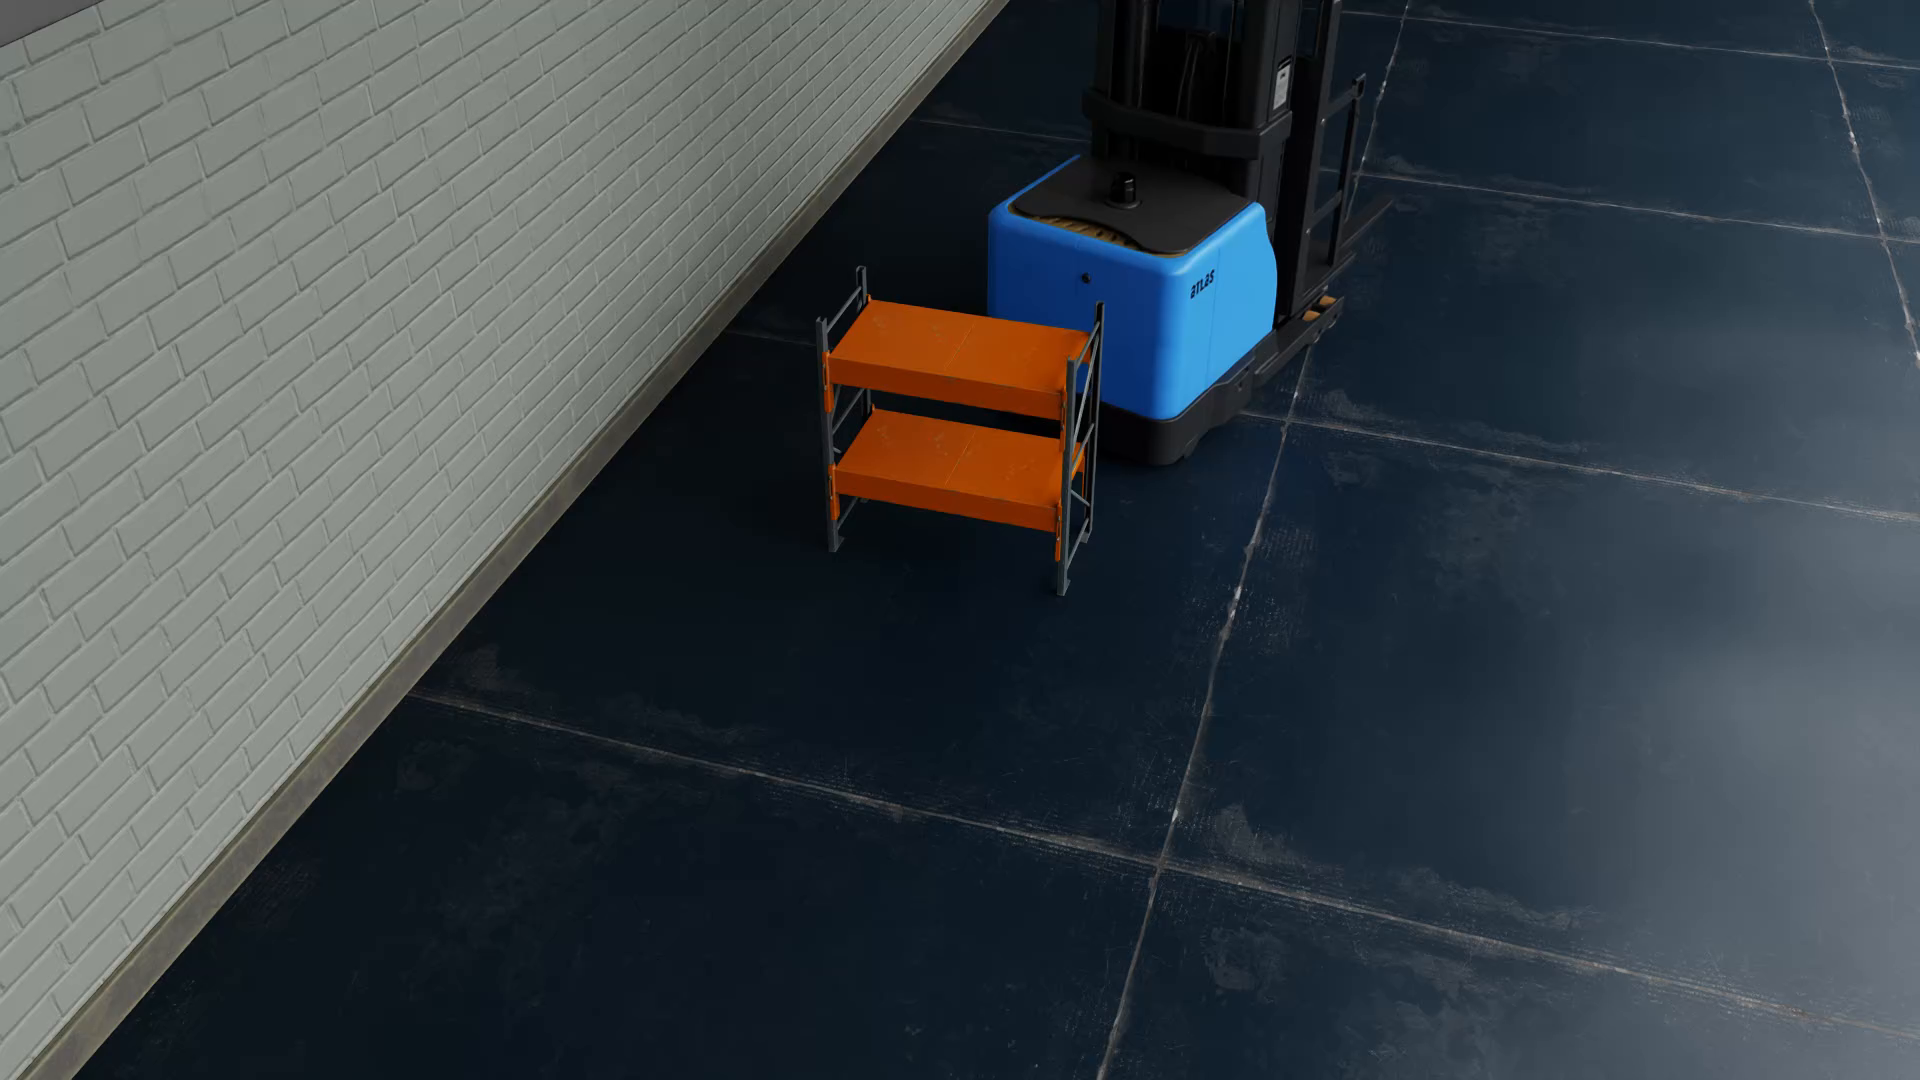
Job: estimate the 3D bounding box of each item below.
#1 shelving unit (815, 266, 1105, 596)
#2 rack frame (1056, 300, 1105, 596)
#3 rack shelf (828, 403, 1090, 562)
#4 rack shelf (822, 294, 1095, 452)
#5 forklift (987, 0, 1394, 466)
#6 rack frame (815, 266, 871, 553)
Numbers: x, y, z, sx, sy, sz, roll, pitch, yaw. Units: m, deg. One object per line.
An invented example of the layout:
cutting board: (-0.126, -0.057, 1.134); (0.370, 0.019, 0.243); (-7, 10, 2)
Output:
shelving unit: (0.006, -0.452, 6.915); (1.048, 1.125, 0.538); (10, 38, 14)
rack frame: (0.492, -0.362, 6.793); (0.032, 1.125, 0.500); (10, 38, 14)
rack shelf: (0.006, -0.255, 7.060); (1.000, 0.278, 0.538); (10, 38, 14)
rack shelf: (0.006, -0.688, 6.741); (1.000, 0.278, 0.538); (10, 38, 14)
forklift: (1.362, -2.350, 7.970); (1.130, 2.935, 3.031); (22, 42, 27)
rack frame: (-0.479, -0.542, 7.037); (0.032, 1.125, 0.500); (10, 38, 14)
